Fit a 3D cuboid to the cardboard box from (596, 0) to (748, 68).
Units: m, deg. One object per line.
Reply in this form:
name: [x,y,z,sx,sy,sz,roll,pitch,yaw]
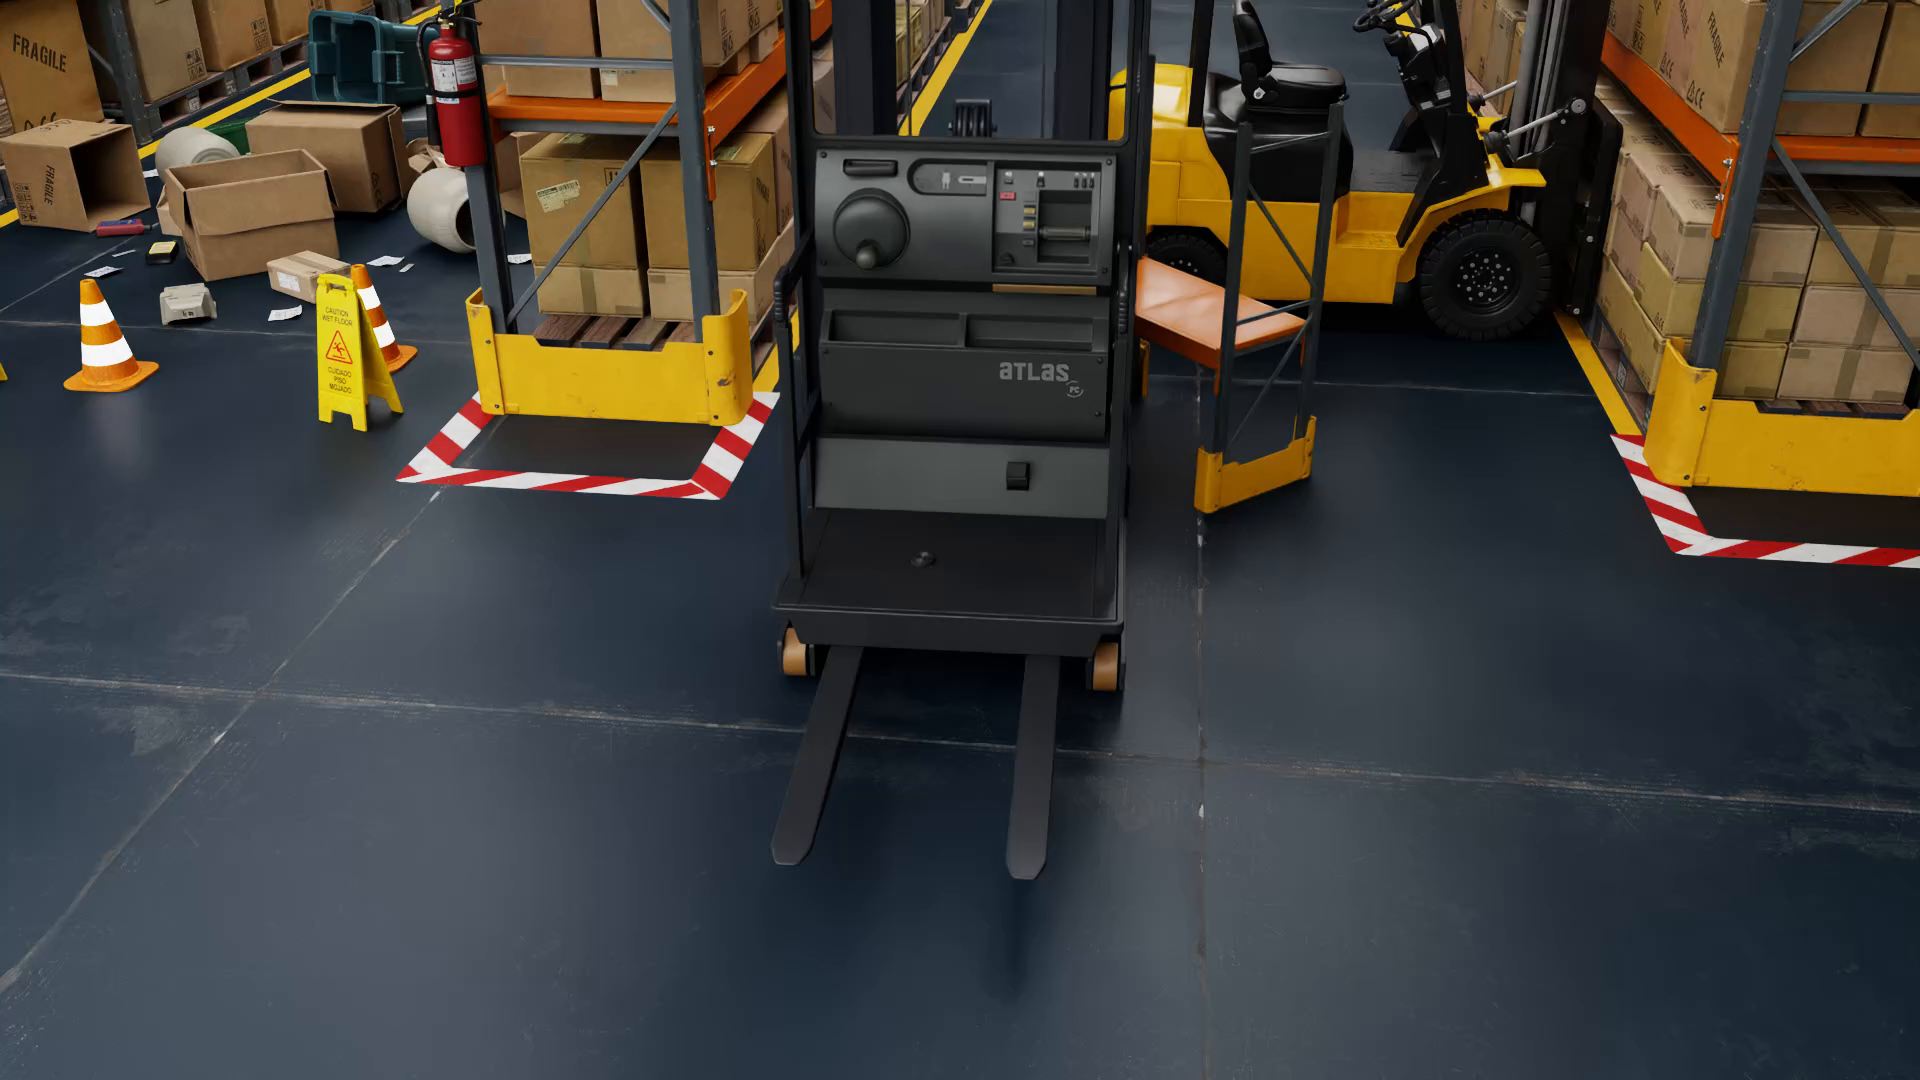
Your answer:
cardboard box: [-1.189,-2.268,6.878,0.500,0.500,0.500,3,28,5]

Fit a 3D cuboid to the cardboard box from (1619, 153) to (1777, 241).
cardboard box: [3.208,-1.490,7.255,0.500,0.250,0.500,4,29,7]

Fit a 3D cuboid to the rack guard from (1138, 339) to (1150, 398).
rack guard: [0.584,-0.691,7.270,0.587,0.250,0.087,-19,34,-31]

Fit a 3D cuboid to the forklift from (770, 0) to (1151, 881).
forklift: [-0.003,-0.968,4.957,1.130,2.935,3.031,2,28,5]

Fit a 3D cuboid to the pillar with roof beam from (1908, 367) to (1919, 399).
pillar with roof beam: [0.112,-4.766,5.609,9.100,9.000,0.400,3,28,6]

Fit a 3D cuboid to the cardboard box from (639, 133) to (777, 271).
cardboard box: [-1.147,-1.566,7.659,0.500,0.500,0.500,2,28,4]

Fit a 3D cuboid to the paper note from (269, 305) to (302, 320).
paper note: [-3.382,-1.140,8.334,0.148,0.019,0.142,-6,29,-11]

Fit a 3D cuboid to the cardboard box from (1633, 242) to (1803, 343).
cardboard box: [3.154,-1.041,6.950,0.500,0.250,0.500,3,28,6]

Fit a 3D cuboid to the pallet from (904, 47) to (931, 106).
pallet: [-0.791,-3.484,12.494,1.003,0.211,1.213,3,28,6]

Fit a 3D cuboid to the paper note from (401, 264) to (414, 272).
paper note: [-2.981,-1.468,8.964,0.032,0.001,0.123,3,28,6]

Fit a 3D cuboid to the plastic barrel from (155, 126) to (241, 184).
plastic barrel: [-4.574,-2.252,9.984,0.421,0.421,0.512,-24,36,-37]

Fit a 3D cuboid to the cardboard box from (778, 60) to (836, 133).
cardboard box: [-0.960,-2.300,9.022,0.500,0.500,0.500,5,29,9]

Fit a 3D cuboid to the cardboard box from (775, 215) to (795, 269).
cardboard box: [-1.079,-1.464,8.261,0.500,0.250,0.500,4,29,8]

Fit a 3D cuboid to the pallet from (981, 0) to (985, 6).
pallet: [-0.219,-5.364,15.984,1.003,0.211,1.213,3,28,6]

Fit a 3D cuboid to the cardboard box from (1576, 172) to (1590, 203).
cardboard box: [3.333,-1.756,8.277,0.500,0.250,0.500,3,28,6]

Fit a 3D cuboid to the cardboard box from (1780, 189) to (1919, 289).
cardboard box: [3.651,-1.229,6.771,0.500,0.250,0.500,3,28,5]

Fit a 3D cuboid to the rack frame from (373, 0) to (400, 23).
rack frame: [-5.467,-5.892,14.024,1.000,3.000,0.127,3,28,6]

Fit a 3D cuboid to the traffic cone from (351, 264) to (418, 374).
traffic cone: [-2.750,-1.047,7.705,0.336,0.463,0.334,3,28,6]

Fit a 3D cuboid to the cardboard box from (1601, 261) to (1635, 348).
cardboard box: [3.219,-1.047,7.487,0.500,0.250,0.500,3,28,6]

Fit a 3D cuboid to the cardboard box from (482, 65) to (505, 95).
cardboard box: [-2.802,-3.091,10.663,0.500,0.500,0.500,3,28,6]

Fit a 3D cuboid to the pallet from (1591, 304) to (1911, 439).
pallet: [3.457,-0.734,7.391,1.003,0.211,1.213,3,28,6]

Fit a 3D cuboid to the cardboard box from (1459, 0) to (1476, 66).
cardboard box: [4.223,-3.904,12.395,0.875,0.625,0.625,4,29,8]

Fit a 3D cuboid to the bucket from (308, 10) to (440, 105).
bucket: [-3.686,-3.039,10.578,0.726,0.611,0.620,14,21,24]

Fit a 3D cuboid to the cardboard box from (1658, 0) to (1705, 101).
cardboard box: [3.277,-2.134,6.943,0.500,0.500,0.500,4,29,8]

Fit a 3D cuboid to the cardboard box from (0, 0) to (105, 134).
cardboard box: [-6.104,-2.967,10.392,0.875,0.875,0.875,4,29,7]

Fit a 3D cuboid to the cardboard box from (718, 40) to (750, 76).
cardboard box: [-1.145,-2.163,7.368,0.380,0.149,0.250,2,28,5]

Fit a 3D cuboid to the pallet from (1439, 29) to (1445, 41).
pallet: [4.245,-3.752,12.993,1.003,0.211,1.213,3,28,6]

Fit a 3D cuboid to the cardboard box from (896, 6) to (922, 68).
cardboard box: [-0.802,-3.710,12.302,0.950,0.372,0.625,4,29,8]

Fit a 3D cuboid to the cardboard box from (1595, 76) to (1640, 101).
cardboard box: [3.402,-2.213,8.596,0.500,0.250,0.500,4,29,8]

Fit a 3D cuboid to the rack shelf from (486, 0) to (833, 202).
rack shelf: [-1.277,-2.511,8.507,1.077,0.370,4.000,3,28,6]

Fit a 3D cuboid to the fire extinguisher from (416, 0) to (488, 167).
fire extinguisher: [-1.994,-1.825,6.557,0.296,0.674,0.183,3,28,6]

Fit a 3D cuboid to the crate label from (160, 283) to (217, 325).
crate label: [-3.858,-1.182,8.299,0.250,0.136,0.298,-11,30,-20]

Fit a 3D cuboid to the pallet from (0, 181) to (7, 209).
pallet: [-6.275,-1.852,9.466,1.003,0.211,1.213,3,28,6]

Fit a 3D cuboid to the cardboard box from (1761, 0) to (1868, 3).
cardboard box: [3.169,-2.109,6.212,0.380,0.149,0.250,4,29,7]

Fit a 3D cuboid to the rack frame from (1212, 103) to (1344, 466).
rack frame: [1.178,-0.851,6.249,0.500,1.500,0.032,-19,34,-31]

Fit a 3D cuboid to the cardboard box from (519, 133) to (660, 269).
cardboard box: [-1.683,-1.583,7.692,0.500,0.500,0.500,4,29,7]

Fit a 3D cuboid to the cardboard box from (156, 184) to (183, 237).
cardboard box: [-4.340,-1.889,9.477,0.396,0.266,0.258,8,29,15]

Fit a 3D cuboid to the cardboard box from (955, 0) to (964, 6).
cardboard box: [-0.375,-5.222,14.578,0.875,0.875,0.875,3,28,6]

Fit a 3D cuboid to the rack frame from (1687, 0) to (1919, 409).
rack frame: [3.405,-1.600,6.057,1.000,3.000,0.127,3,28,6]

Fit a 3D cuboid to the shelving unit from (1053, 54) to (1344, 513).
shelving unit: [0.875,-1.050,6.618,0.587,1.500,1.083,-19,34,-31]

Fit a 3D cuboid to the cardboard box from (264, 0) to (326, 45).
cardboard box: [-5.735,-4.393,13.172,1.050,0.750,0.750,4,29,7]

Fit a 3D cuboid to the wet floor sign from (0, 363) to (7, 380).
wet floor sign: [-4.486,-0.961,7.354,0.267,0.644,0.232,-1,28,-3]

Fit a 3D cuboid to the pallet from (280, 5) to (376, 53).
pallet: [-5.638,-4.298,14.005,1.003,0.211,1.213,3,28,6]

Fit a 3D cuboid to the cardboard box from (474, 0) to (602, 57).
cardboard box: [-1.729,-2.333,6.998,0.500,0.500,0.500,3,28,5]

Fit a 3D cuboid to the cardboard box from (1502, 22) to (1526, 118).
cardboard box: [3.948,-2.868,10.472,0.875,0.625,0.625,5,29,8]
